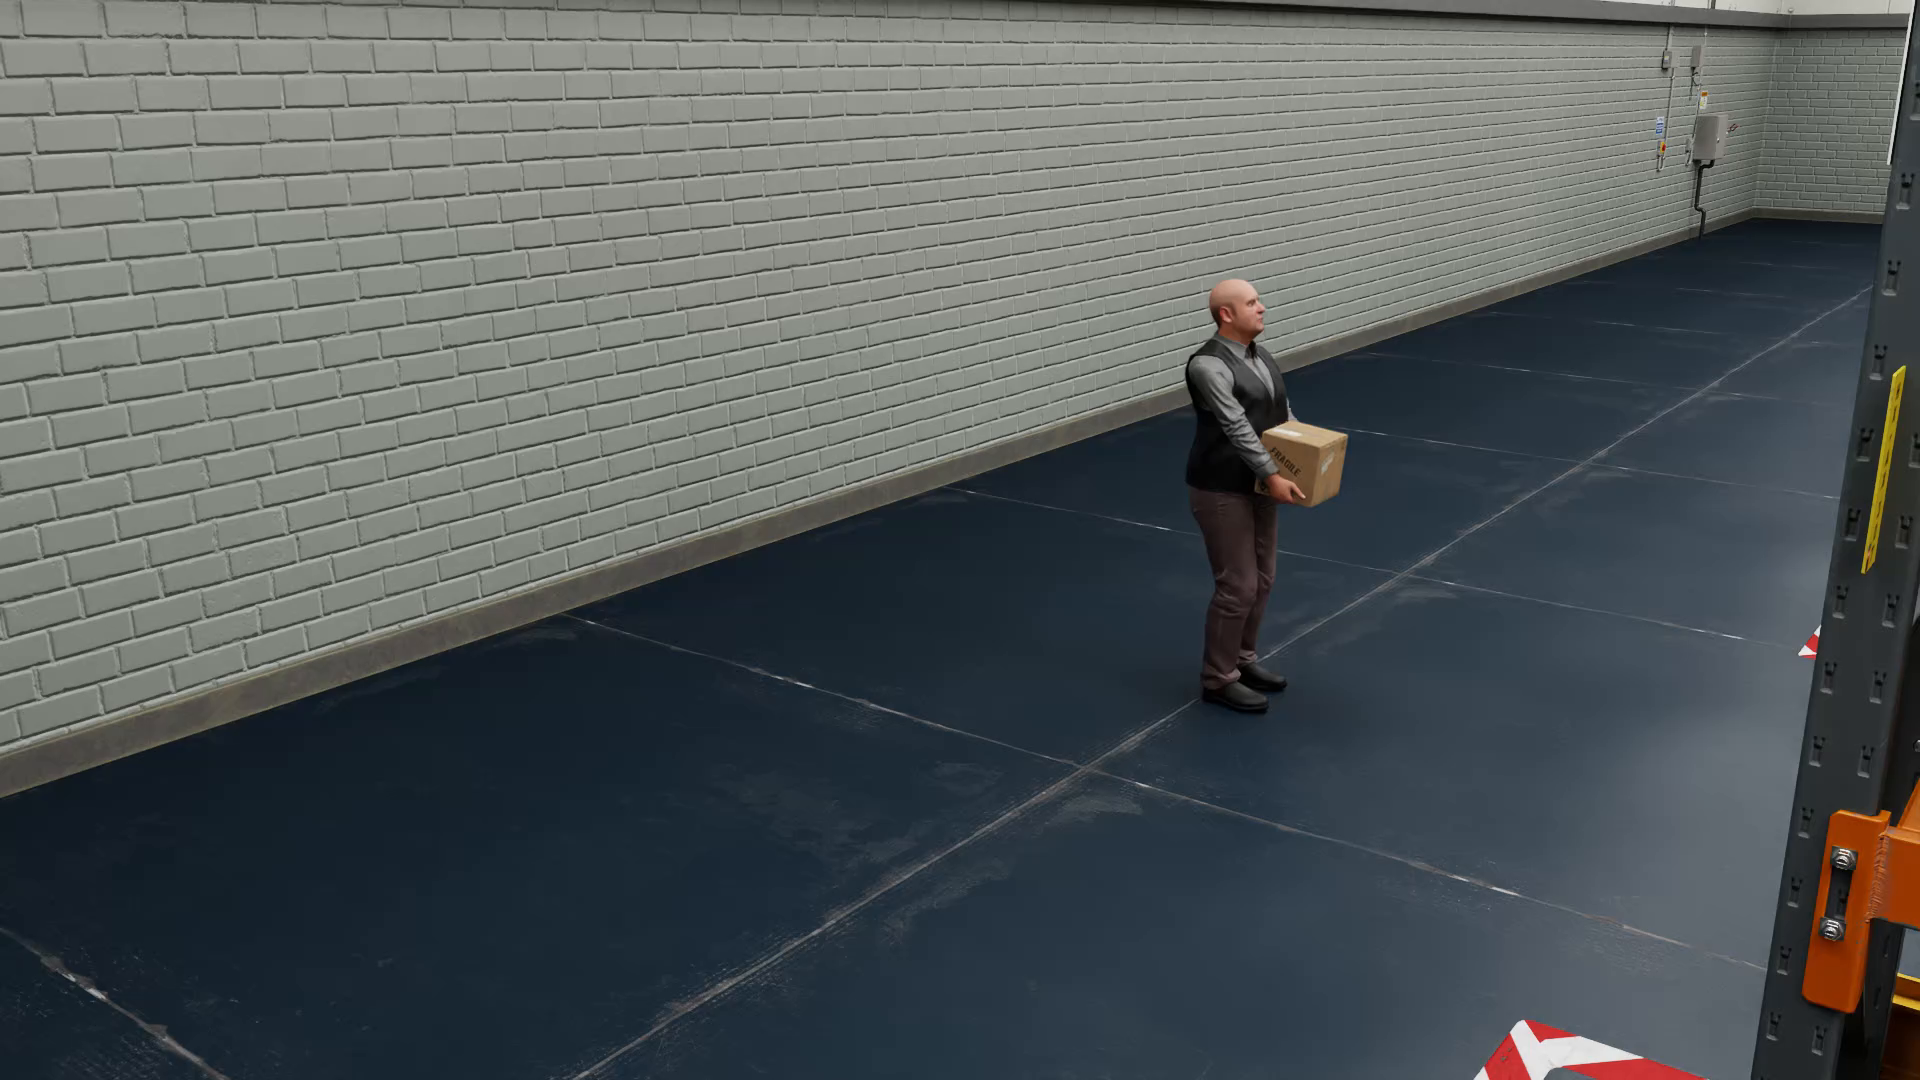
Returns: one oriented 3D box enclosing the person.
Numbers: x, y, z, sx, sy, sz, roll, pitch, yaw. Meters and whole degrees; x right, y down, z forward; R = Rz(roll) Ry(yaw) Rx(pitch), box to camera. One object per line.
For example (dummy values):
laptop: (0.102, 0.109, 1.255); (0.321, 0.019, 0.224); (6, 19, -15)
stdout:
person: (1.199, -0.179, 6.699); (0.550, 1.714, 0.496); (12, 20, 35)
